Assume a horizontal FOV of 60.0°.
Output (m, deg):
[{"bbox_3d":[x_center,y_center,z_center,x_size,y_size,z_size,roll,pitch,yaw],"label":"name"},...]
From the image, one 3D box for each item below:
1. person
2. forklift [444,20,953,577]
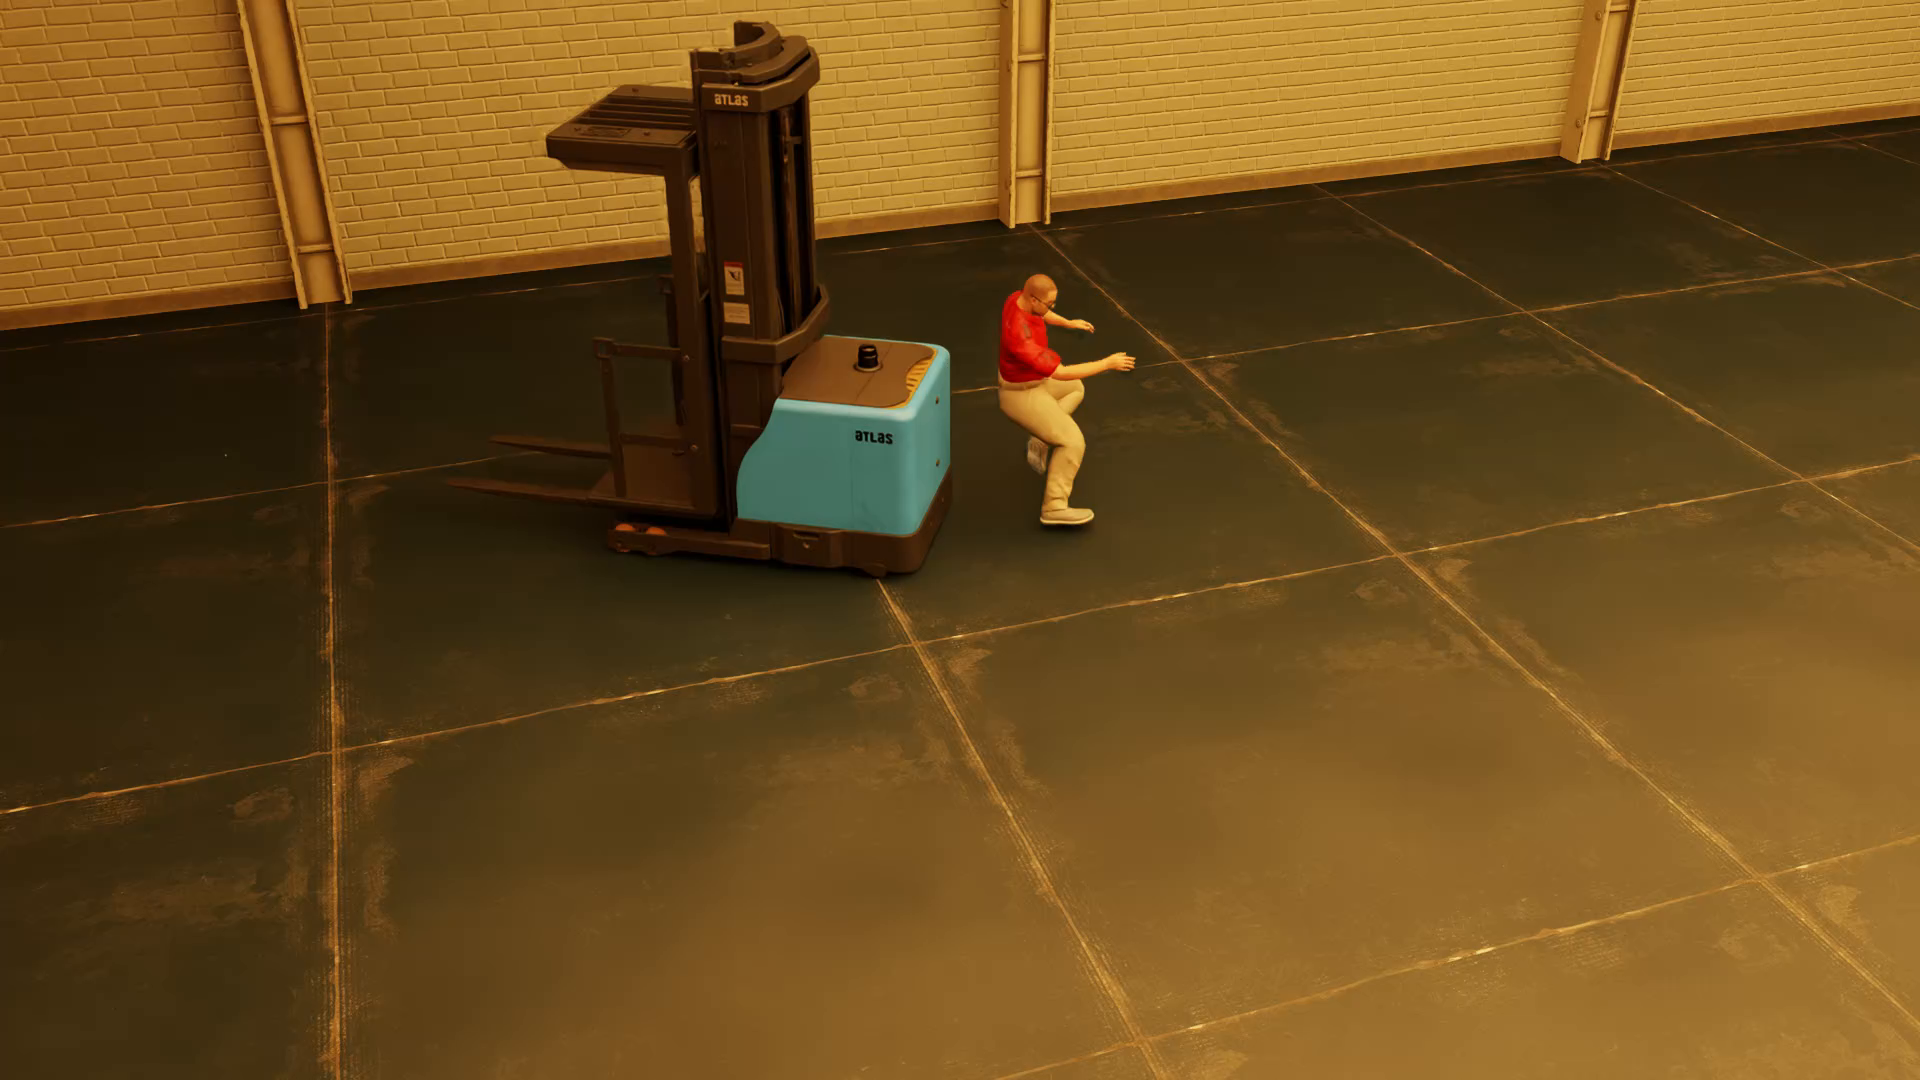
[{"bbox_3d":[0.631,-0.943,10.089,0.798,1.477,0.883,0,30,0],"label":"person"},{"bbox_3d":[-1.617,-1.426,9.566,3.031,2.935,1.130,6,31,11],"label":"forklift"}]
